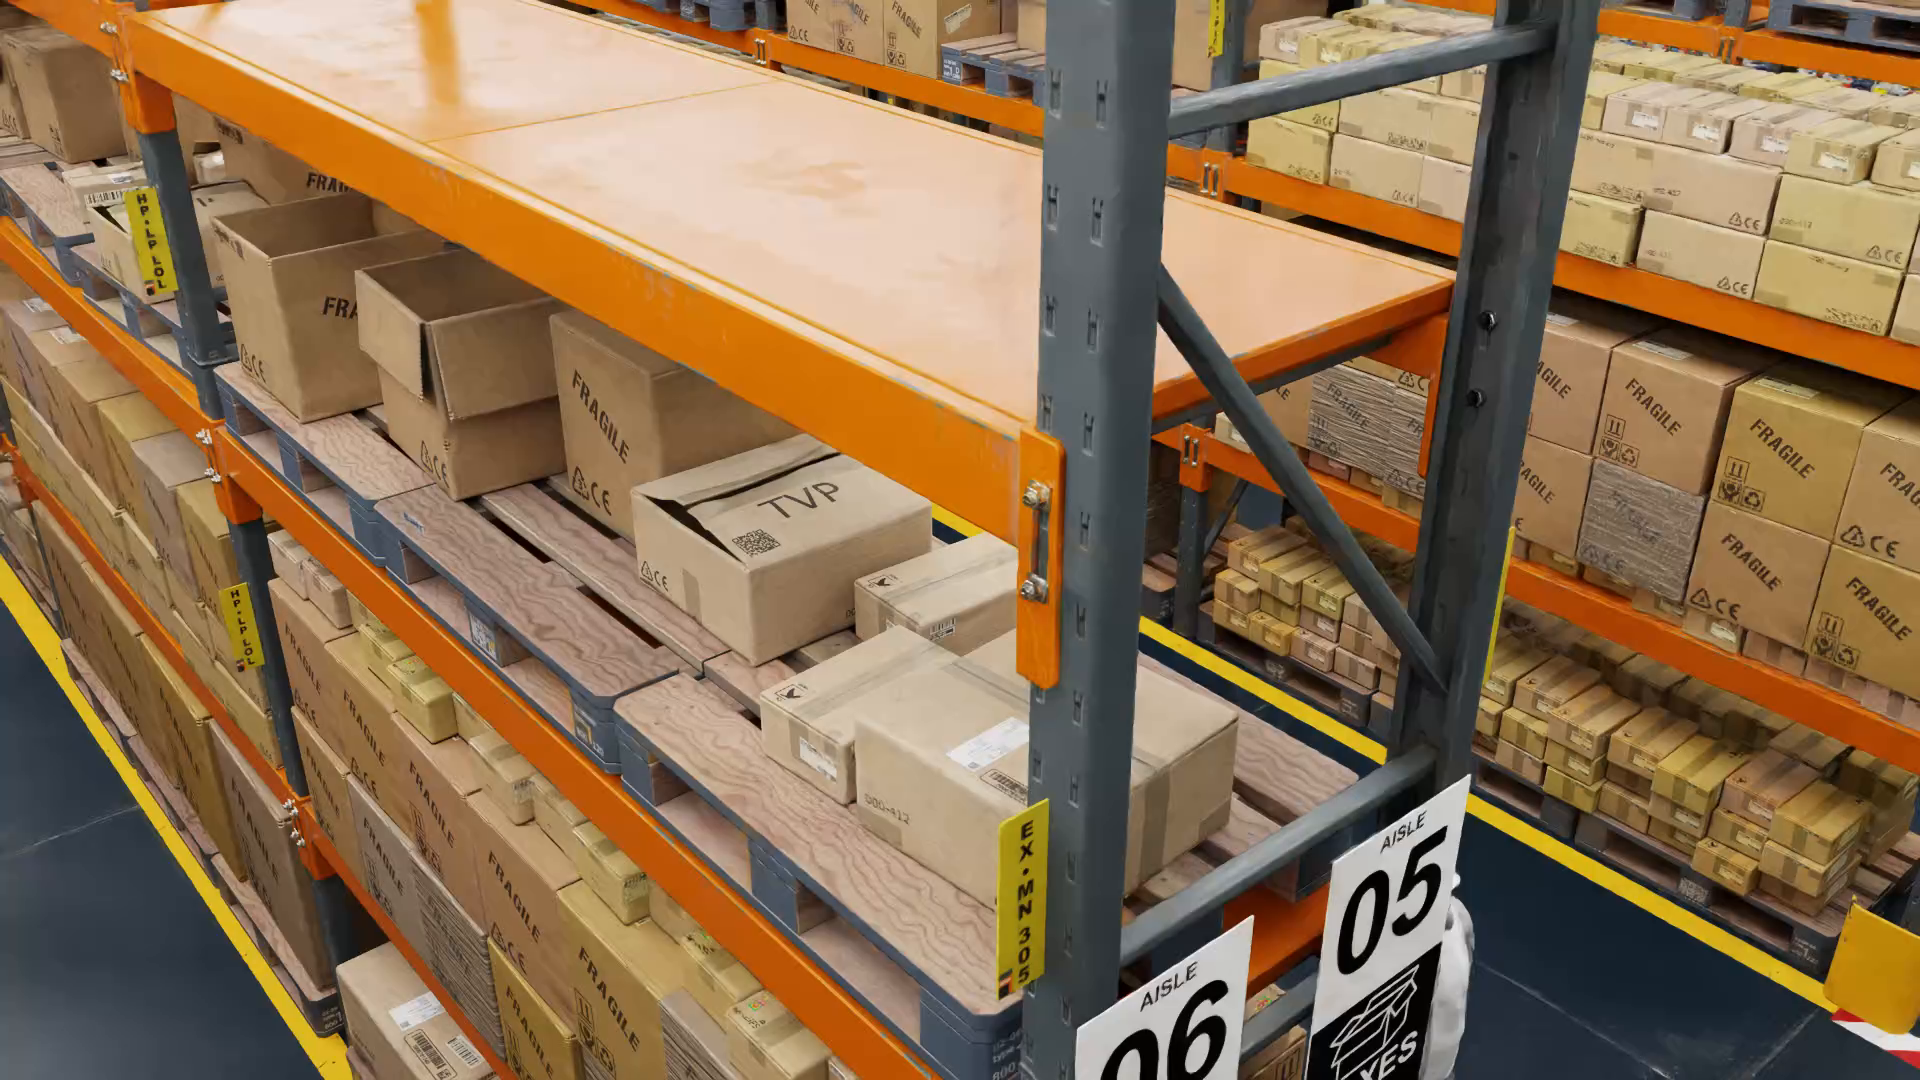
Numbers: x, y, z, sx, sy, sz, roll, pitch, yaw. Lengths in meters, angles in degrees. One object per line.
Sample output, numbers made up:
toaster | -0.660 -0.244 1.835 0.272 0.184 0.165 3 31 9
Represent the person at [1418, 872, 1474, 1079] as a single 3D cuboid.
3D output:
person | 1.434 1.686 5.561 0.545 1.759 0.633 -9 29 -16
